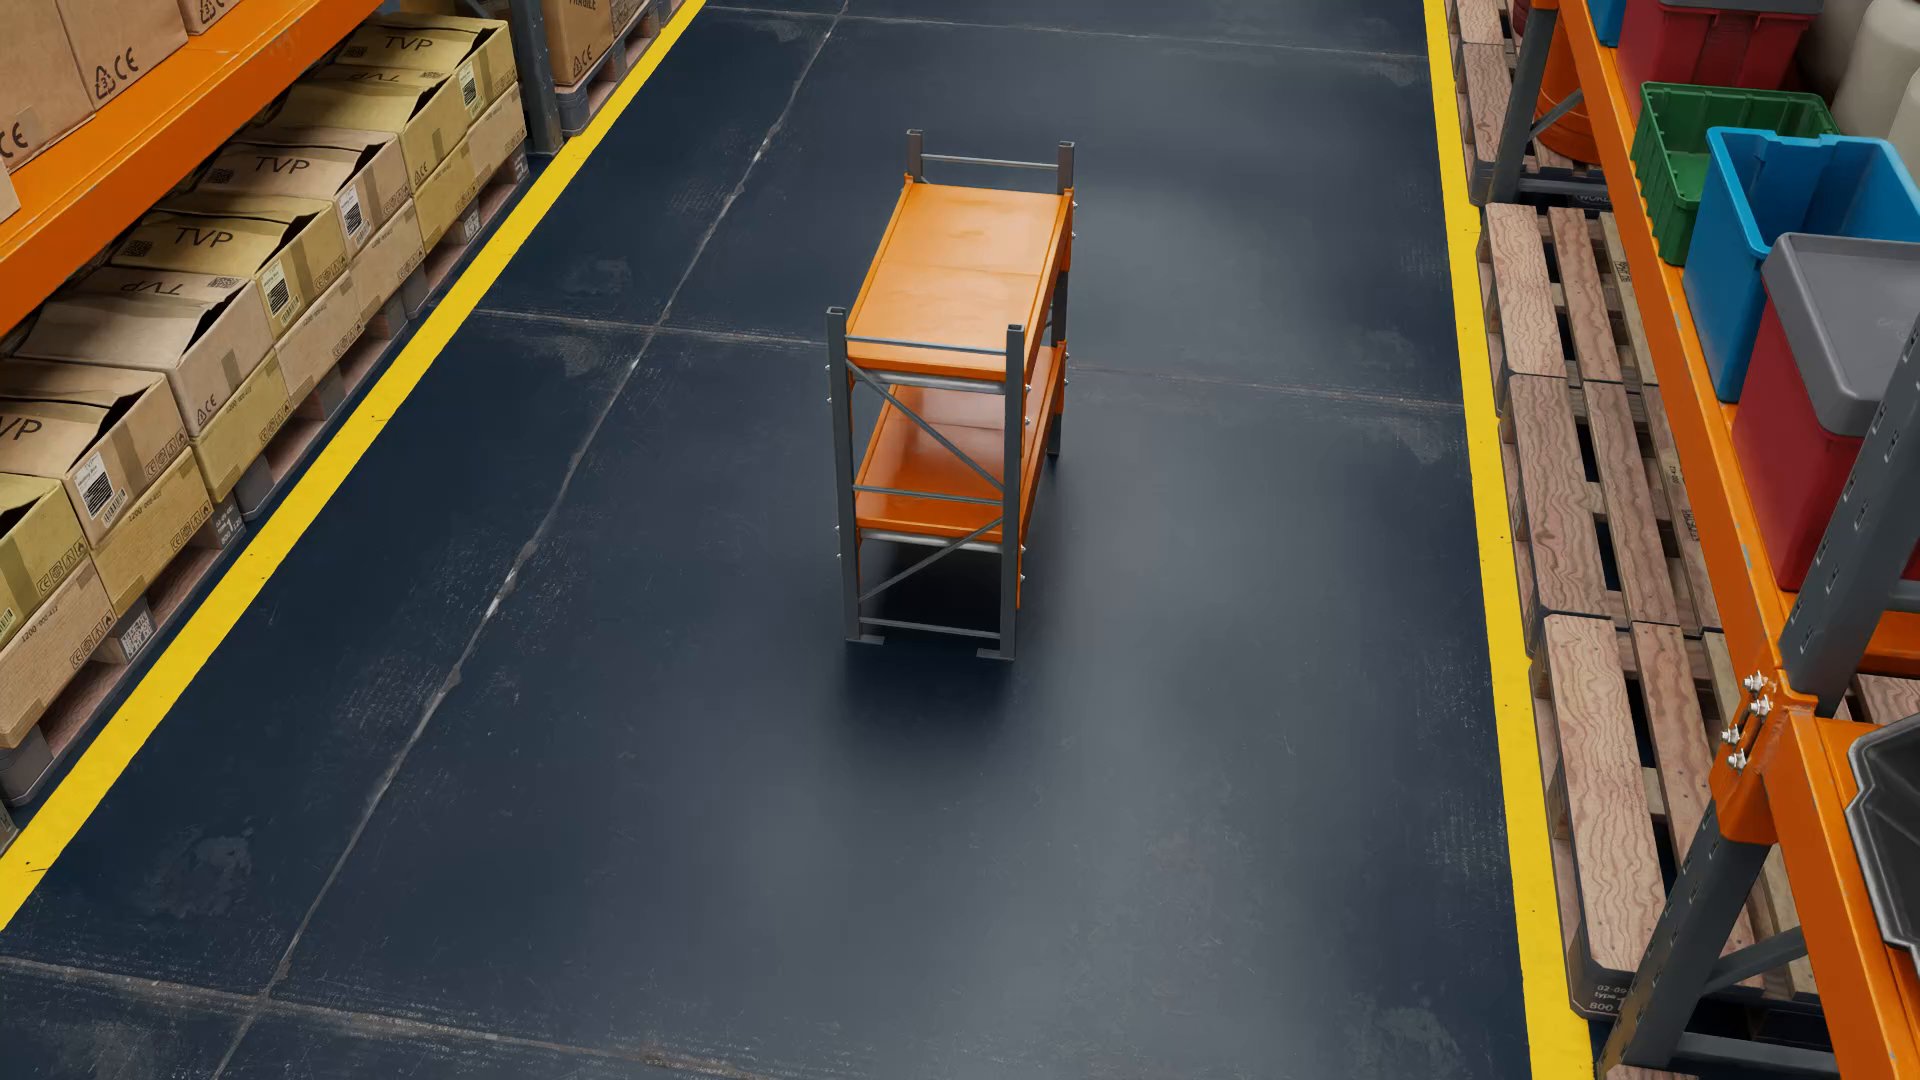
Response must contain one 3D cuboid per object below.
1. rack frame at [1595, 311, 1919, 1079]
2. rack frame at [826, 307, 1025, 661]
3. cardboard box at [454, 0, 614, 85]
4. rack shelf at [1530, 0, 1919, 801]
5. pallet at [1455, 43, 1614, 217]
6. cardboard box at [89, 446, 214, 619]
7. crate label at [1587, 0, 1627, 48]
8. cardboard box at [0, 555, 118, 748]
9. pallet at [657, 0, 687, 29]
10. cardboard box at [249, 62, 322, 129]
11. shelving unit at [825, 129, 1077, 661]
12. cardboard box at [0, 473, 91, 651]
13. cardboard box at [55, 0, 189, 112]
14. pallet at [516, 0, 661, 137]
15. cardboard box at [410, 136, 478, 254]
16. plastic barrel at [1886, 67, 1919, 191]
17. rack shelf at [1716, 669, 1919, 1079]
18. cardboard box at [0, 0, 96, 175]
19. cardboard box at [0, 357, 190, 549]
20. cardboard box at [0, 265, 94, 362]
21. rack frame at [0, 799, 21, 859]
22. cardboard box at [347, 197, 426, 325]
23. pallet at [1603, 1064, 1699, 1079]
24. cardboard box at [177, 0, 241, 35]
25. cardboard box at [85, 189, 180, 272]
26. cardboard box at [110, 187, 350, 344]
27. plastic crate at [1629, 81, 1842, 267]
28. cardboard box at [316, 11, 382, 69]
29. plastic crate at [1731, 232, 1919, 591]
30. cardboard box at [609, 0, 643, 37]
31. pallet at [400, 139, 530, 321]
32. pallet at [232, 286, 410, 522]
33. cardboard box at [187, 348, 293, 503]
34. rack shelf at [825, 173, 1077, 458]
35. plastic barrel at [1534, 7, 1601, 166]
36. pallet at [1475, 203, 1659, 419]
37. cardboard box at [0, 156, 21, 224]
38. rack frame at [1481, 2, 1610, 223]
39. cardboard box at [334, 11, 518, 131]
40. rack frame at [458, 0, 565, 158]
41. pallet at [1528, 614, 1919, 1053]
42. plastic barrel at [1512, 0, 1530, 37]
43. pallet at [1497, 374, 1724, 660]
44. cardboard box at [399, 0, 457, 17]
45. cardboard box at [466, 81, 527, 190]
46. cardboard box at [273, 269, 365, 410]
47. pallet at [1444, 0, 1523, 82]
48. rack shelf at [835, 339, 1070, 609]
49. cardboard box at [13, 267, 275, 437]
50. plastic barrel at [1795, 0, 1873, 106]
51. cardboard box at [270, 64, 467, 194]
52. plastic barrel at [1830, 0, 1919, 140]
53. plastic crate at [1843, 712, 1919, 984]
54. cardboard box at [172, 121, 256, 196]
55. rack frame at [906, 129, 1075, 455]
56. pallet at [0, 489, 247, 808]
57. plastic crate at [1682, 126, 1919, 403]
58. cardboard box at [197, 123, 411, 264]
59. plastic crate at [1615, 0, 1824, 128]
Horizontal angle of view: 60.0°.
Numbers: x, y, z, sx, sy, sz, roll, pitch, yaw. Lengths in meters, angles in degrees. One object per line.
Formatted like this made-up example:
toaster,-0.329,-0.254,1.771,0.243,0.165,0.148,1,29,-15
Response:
rack frame,1.932,0.139,2.728,1.000,3.000,0.127,6,40,8
rack frame,-0.087,-0.119,4.511,0.500,1.125,0.032,6,40,8
cardboard box,-1.894,-2.380,7.391,0.500,0.500,0.500,8,40,10
rack shelf,2.278,-0.839,4.475,1.077,0.370,4.000,6,40,8
pallet,2.719,-1.796,7.256,1.003,0.211,1.213,6,40,8
cardboard box,-2.543,-0.058,4.794,0.500,0.250,0.500,7,40,9
crate label,2.186,-1.791,5.034,0.502,0.435,0.616,6,40,8
cardboard box,-2.633,0.263,4.406,0.500,0.250,0.500,5,40,7
pallet,-1.874,-3.073,8.801,1.003,0.211,1.213,6,40,8
cardboard box,-2.717,-1.611,6.233,0.500,0.311,0.500,5,40,7
shelving unit,0.001,-0.438,4.897,0.538,1.125,1.048,6,40,8
cardboard box,-2.629,0.041,4.235,0.500,0.311,0.500,7,40,8
cardboard box,-2.620,-1.573,4.720,0.500,0.500,0.500,6,40,8
pallet,-2.088,-2.309,7.877,1.003,0.211,1.213,6,40,8
cardboard box,-2.191,-1.341,6.346,0.500,0.250,0.500,6,40,7
plastic barrel,2.440,-0.950,3.938,0.433,0.535,0.433,0,40,0
rack shelf,1.586,1.672,1.439,1.077,0.370,4.000,6,40,8
cardboard box,-2.706,-1.259,4.340,0.500,0.500,0.500,9,40,11
cardboard box,-2.538,-0.273,4.614,0.500,0.311,0.500,6,40,7
cardboard box,-2.986,-0.653,5.075,0.500,0.311,0.500,6,40,8
rack frame,-2.946,-0.409,3.391,1.000,3.000,0.127,6,40,8
cardboard box,-2.281,-1.025,5.965,0.500,0.250,0.500,7,40,9
pallet,1.774,1.631,3.112,1.003,0.211,1.213,6,40,8
cardboard box,-2.528,-1.903,5.120,0.500,0.500,0.500,4,40,5
cardboard box,-2.895,-0.968,5.455,0.500,0.311,0.500,6,40,7
cardboard box,-2.365,-0.924,5.402,0.500,0.311,0.500,7,40,9
plastic crate,1.955,-0.903,4.155,0.450,0.188,0.662,6,40,8
cardboard box,-2.634,-1.942,6.633,0.500,0.311,0.500,8,40,9
plastic crate,1.714,-0.223,3.115,0.402,0.464,0.583,6,40,8
cardboard box,-1.809,-2.709,7.789,0.500,0.500,0.500,5,40,6
pallet,-2.435,-1.333,6.696,1.003,0.211,1.213,6,40,8
pallet,-2.648,-0.569,5.773,1.003,0.211,1.213,6,40,8
cardboard box,-2.456,-0.383,5.188,0.500,0.250,0.500,5,40,6
rack shelf,0.001,-0.663,4.710,0.538,0.278,1.000,6,40,8
plastic barrel,2.692,-2.005,6.695,0.600,0.830,0.708,6,40,8
pallet,2.452,-0.814,6.069,1.003,0.211,1.213,6,40,8
cardboard box,-2.592,-0.846,4.116,0.380,0.149,0.250,6,40,8
rack frame,2.624,-2.371,5.764,1.000,3.000,0.127,6,40,8
cardboard box,-2.102,-1.882,6.560,0.500,0.311,0.500,7,40,9
rack frame,-2.254,-2.920,6.427,1.000,3.000,0.127,6,40,8
pallet,2.029,0.717,4.217,1.003,0.211,1.213,6,40,8
plastic barrel,2.887,-2.621,7.629,0.600,0.588,0.708,6,40,8
pallet,2.238,-0.051,5.146,1.003,0.211,1.213,6,40,8
cardboard box,-2.324,-2.739,7.825,0.500,0.500,0.500,8,40,9
cardboard box,-2.105,-1.665,6.738,0.500,0.250,0.500,7,40,9
cardboard box,-2.367,-0.702,5.574,0.500,0.250,0.500,7,40,9
pallet,2.933,-2.559,8.180,1.003,0.211,1.213,6,40,8
rack shelf,0.001,-0.249,5.053,0.538,0.278,1.000,6,40,8
cardboard box,-2.449,-0.598,5.007,0.500,0.311,0.500,5,40,6
plastic barrel,2.583,-1.481,4.599,0.421,0.512,0.421,0,40,0
cardboard box,-2.186,-1.555,6.165,0.500,0.311,0.500,6,40,7
plastic barrel,2.515,-1.221,4.267,0.433,0.535,0.433,0,40,0
plastic crate,1.716,0.478,2.367,0.767,0.338,0.504,6,40,8
cardboard box,-2.807,-1.291,5.846,0.500,0.311,0.500,5,40,6
rack frame,0.089,-0.757,5.283,0.500,1.125,0.032,6,40,8
pallet,-2.857,0.199,4.844,1.003,0.211,1.213,6,40,8
plastic crate,1.816,-0.581,3.611,0.392,0.384,0.575,6,40,8
cardboard box,-2.276,-1.239,5.782,0.500,0.311,0.500,6,40,7
plastic crate,2.043,-1.415,4.558,0.402,0.464,0.583,6,40,8
